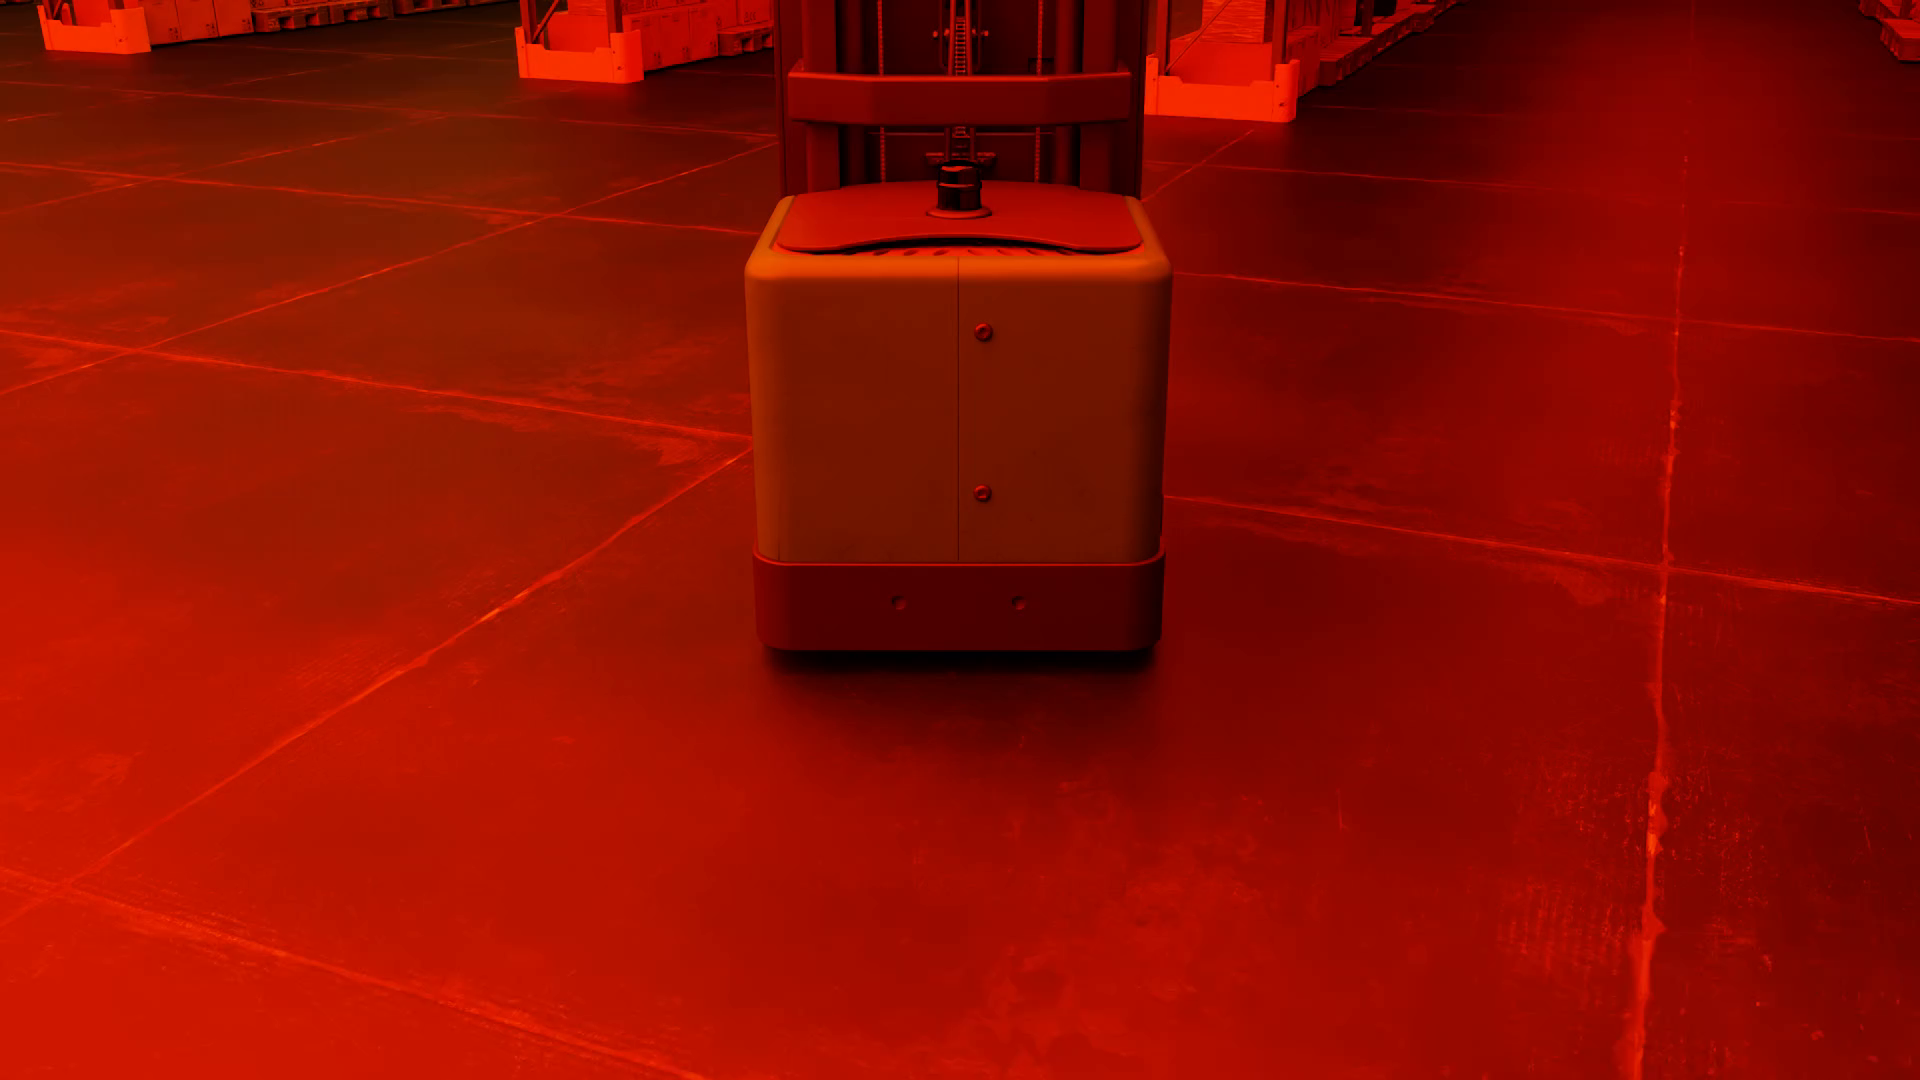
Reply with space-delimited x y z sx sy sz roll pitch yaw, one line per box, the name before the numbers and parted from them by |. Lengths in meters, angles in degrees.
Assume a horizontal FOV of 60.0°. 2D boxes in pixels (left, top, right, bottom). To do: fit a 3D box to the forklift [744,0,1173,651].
forklift | 0.002 -1.587 5.089 1.130 2.935 3.031 0 23 0
